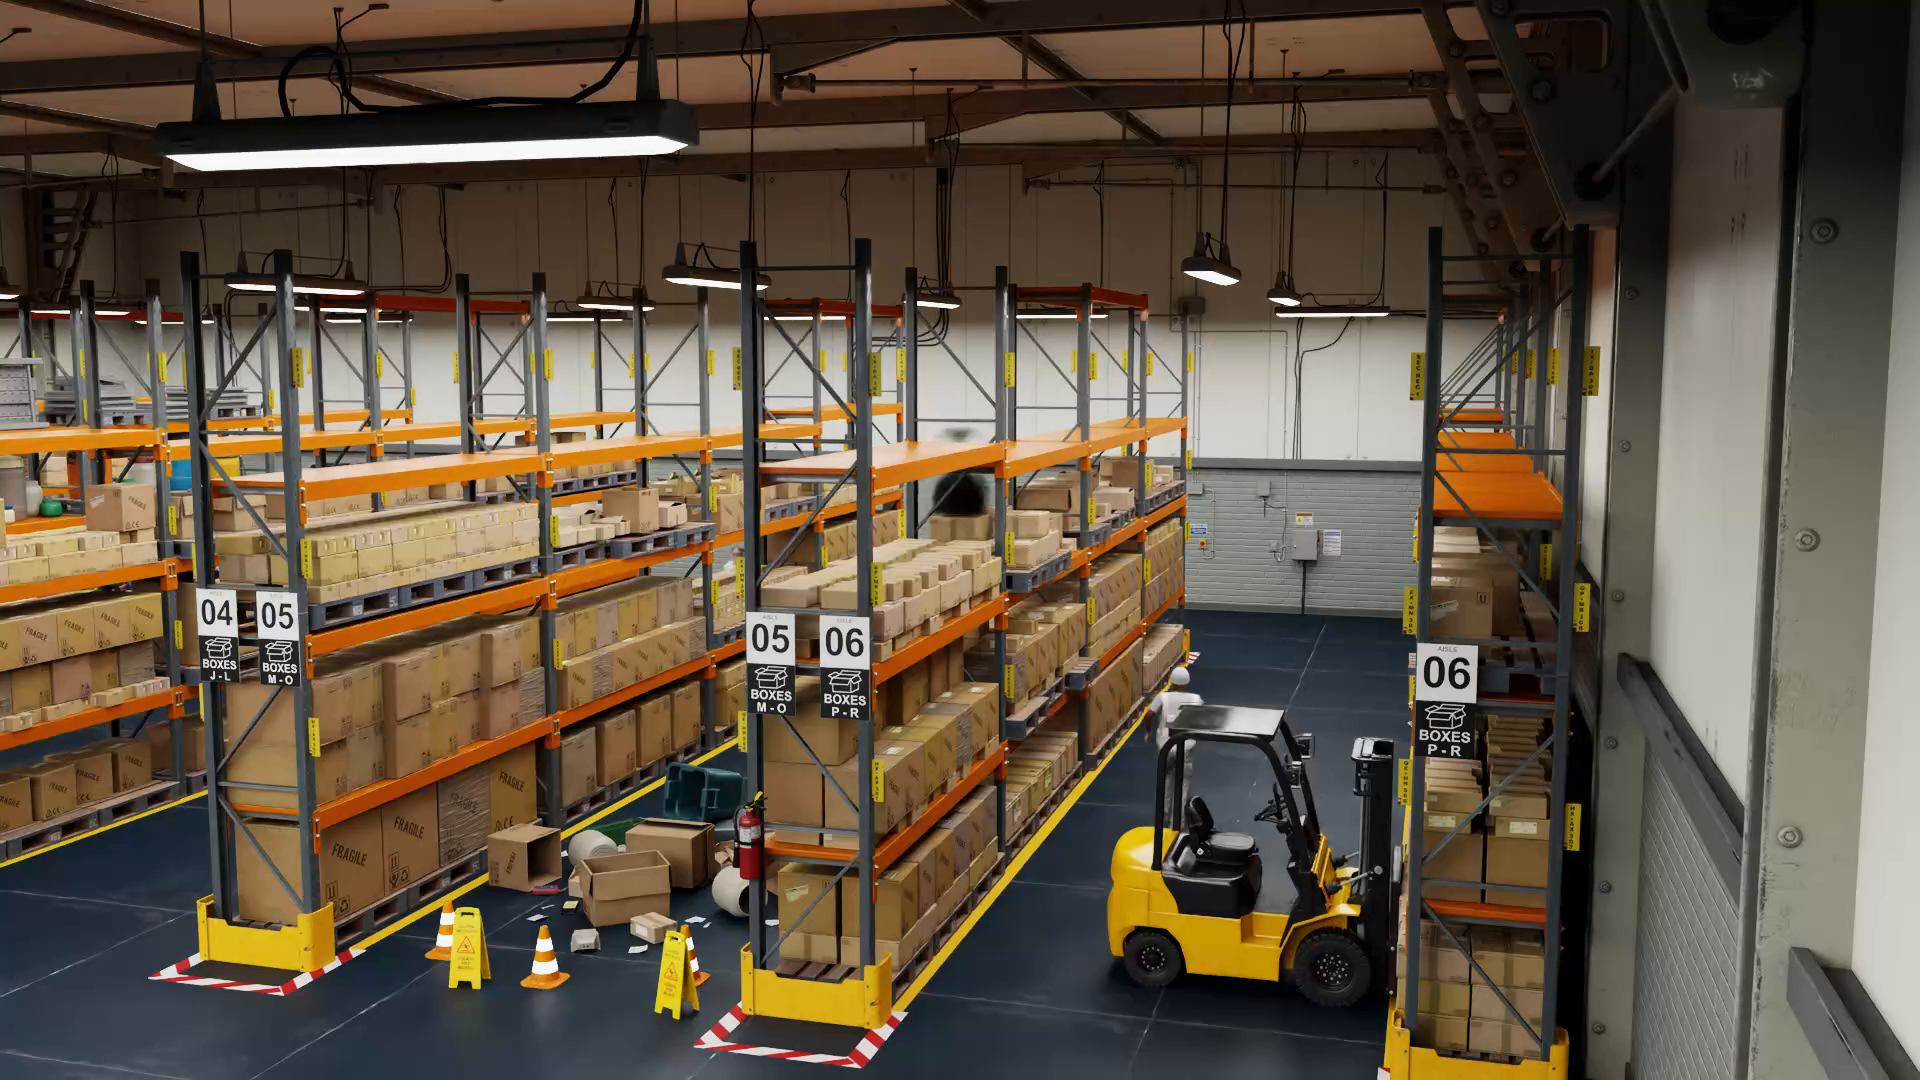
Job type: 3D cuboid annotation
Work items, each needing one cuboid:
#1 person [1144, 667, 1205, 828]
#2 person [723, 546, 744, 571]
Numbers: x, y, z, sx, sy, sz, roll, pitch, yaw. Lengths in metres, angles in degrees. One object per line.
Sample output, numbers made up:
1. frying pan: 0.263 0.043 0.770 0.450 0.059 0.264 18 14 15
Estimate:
1. person: 2.355 2.261 18.139 0.657 1.804 0.728 2 7 13
2. person: -3.961 1.012 29.369 0.647 1.820 0.726 1 6 8
